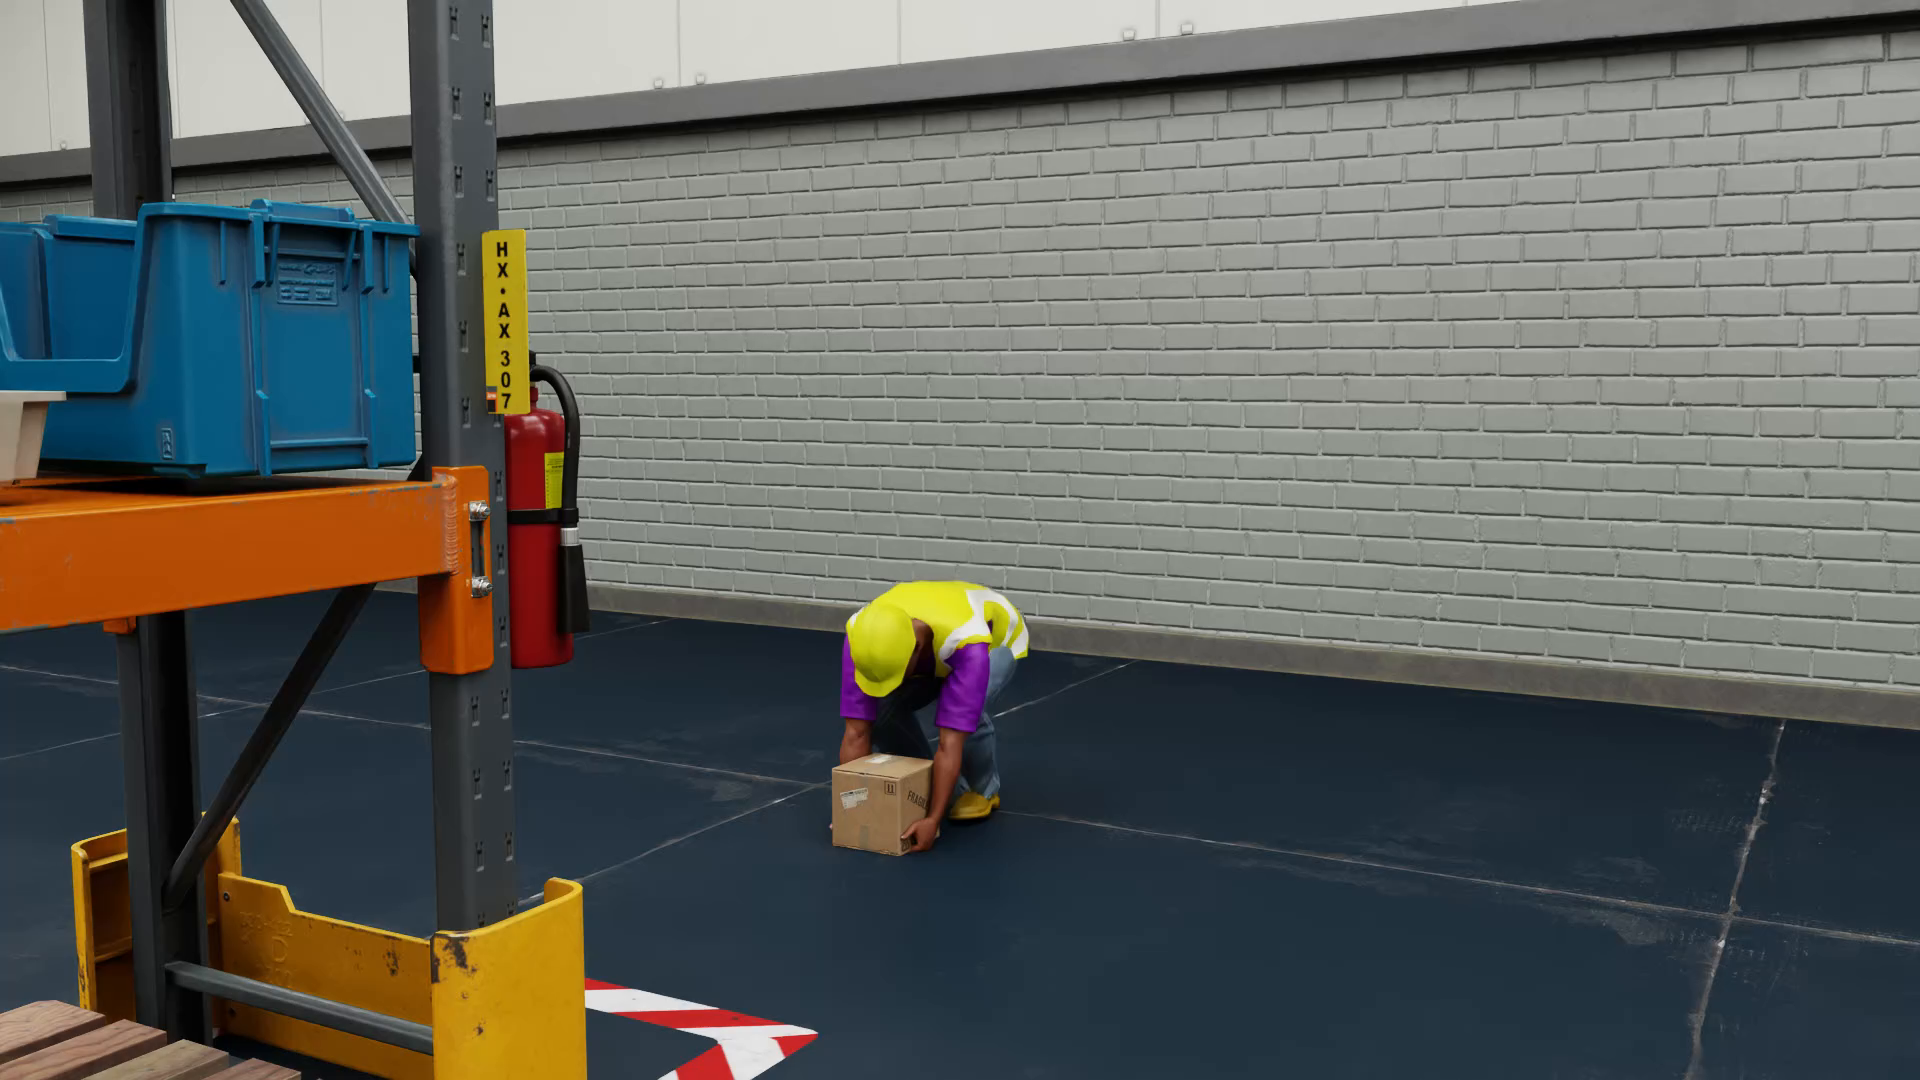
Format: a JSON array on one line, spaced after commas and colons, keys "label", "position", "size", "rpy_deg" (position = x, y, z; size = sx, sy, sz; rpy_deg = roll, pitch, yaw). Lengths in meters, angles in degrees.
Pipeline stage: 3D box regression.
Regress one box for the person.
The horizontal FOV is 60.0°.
[{"label": "person", "position": [-0.090, 0.547, 5.508], "size": [0.528, 0.824, 0.973], "rpy_deg": [3, 7, 27]}]
